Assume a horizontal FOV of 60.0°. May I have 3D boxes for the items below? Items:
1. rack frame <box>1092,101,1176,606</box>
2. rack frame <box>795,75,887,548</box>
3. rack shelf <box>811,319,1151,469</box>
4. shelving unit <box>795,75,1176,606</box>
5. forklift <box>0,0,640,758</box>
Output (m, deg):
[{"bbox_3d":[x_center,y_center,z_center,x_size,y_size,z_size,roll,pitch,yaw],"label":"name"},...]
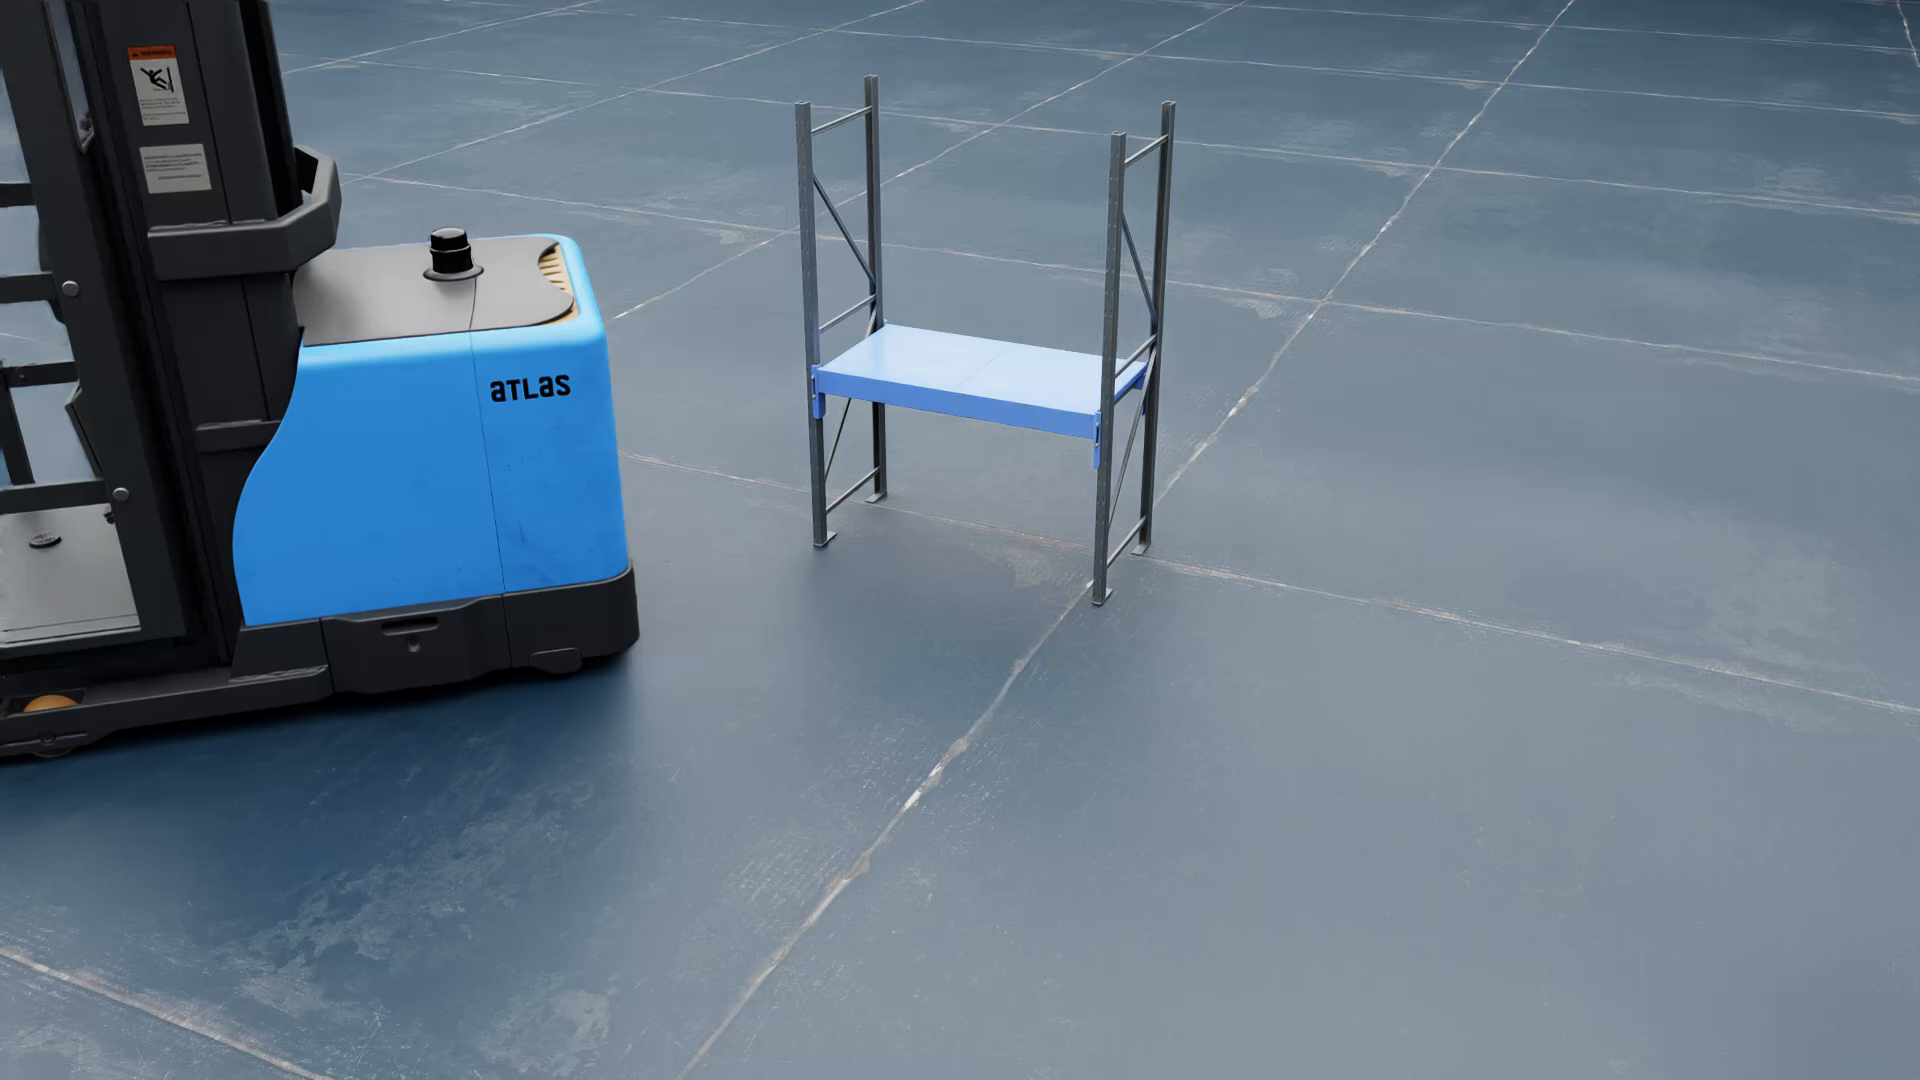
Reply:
[{"bbox_3d":[0.540,-0.564,5.198,0.032,1.500,0.500,11,28,22],"label":"rack frame"},{"bbox_3d":[-0.385,-0.750,5.576,0.032,1.500,0.500,11,28,22],"label":"rack frame"},{"bbox_3d":[0.078,-0.496,5.467,1.000,0.185,0.538,11,28,22],"label":"rack shelf"},{"bbox_3d":[0.078,-0.657,5.387,1.048,1.500,0.538,11,28,22],"label":"shelving unit"},{"bbox_3d":[-2.538,-0.957,4.376,3.031,2.935,1.130,-7,27,-15],"label":"forklift"}]
